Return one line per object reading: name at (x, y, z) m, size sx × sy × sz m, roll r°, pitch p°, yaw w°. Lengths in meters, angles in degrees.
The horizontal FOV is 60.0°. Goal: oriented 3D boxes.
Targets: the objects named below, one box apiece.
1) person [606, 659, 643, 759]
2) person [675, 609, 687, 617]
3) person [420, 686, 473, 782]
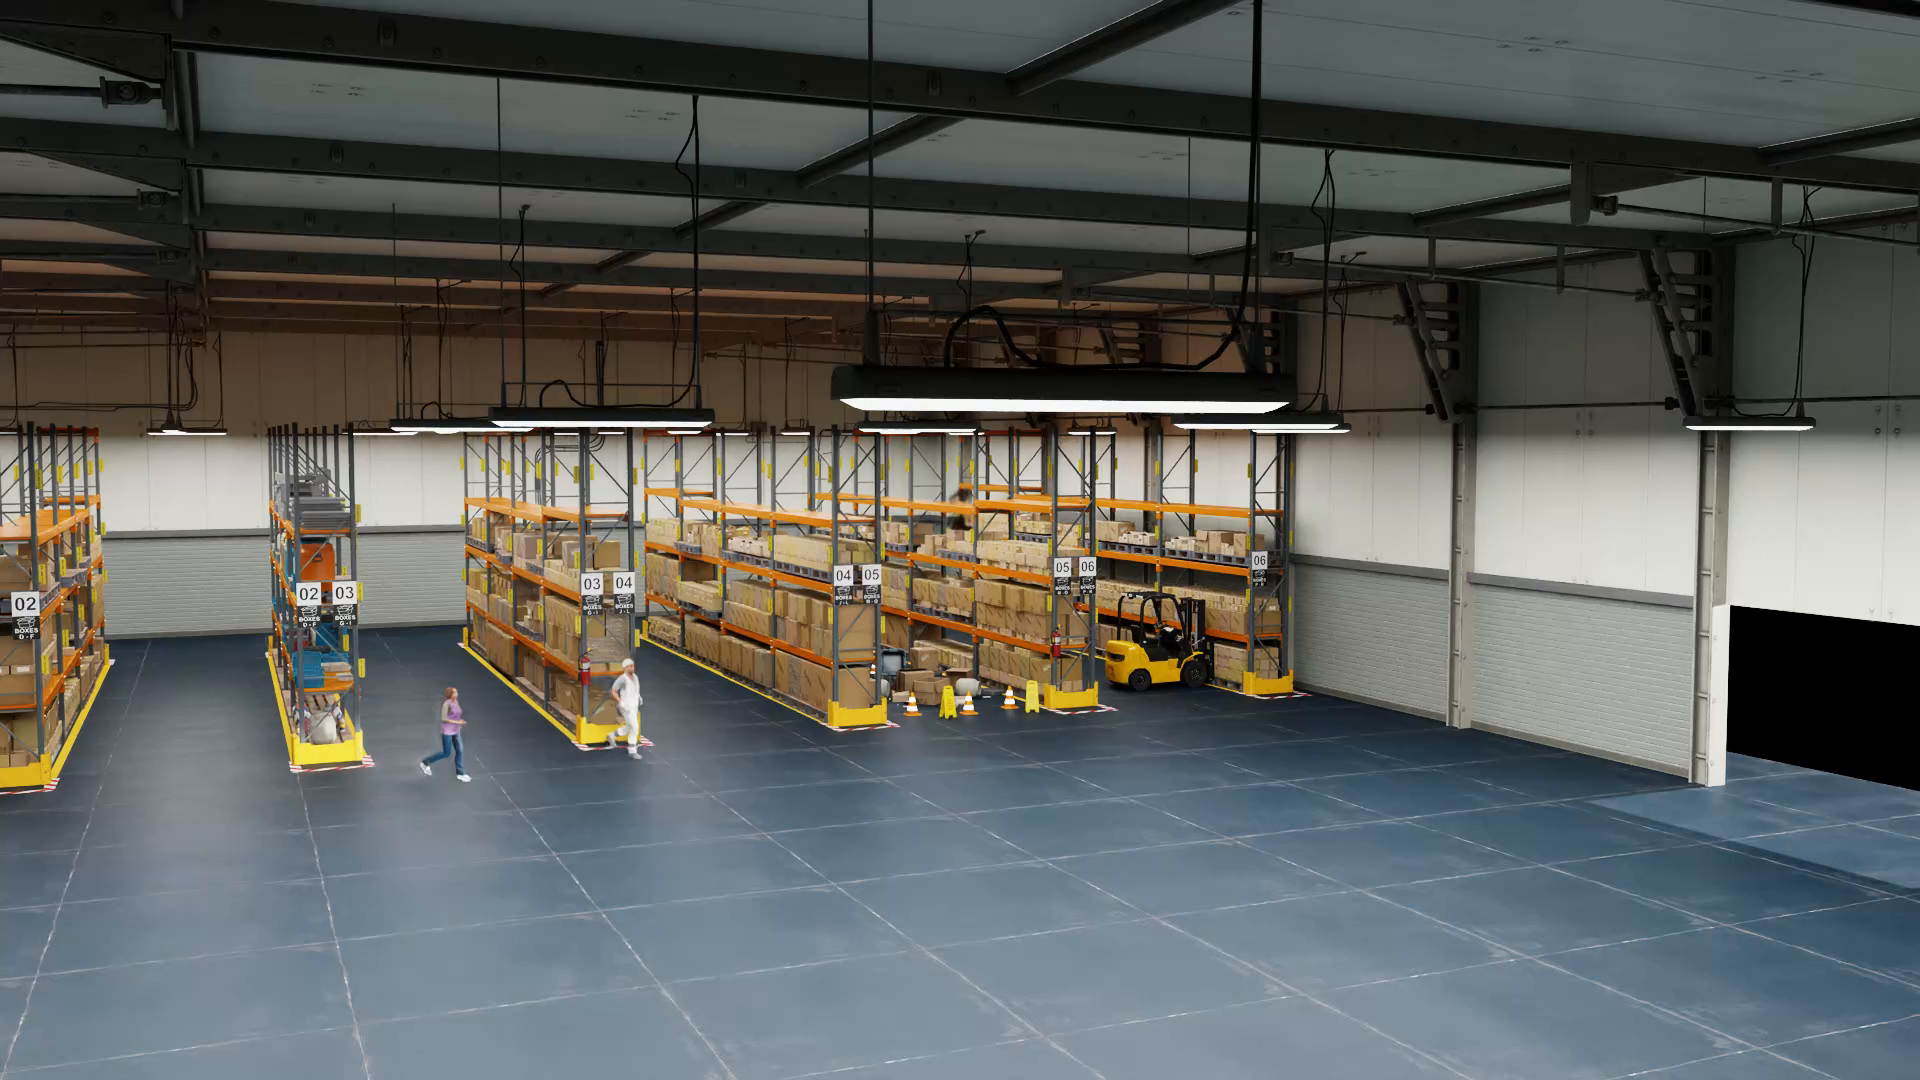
person at (-6.032, 3.015, 29.921) m, size 0.790 × 1.785 × 0.672 m, roll 1°, pitch 4°, yaw 22°
person at (-8.271, 1.907, 49.239) m, size 0.498 × 1.619 × 0.650 m, roll 1°, pitch 4°, yaw 13°
person at (-8.553, 3.236, 27.764) m, size 0.853 × 1.598 × 0.549 m, roll 1°, pitch 4°, yaw 10°
